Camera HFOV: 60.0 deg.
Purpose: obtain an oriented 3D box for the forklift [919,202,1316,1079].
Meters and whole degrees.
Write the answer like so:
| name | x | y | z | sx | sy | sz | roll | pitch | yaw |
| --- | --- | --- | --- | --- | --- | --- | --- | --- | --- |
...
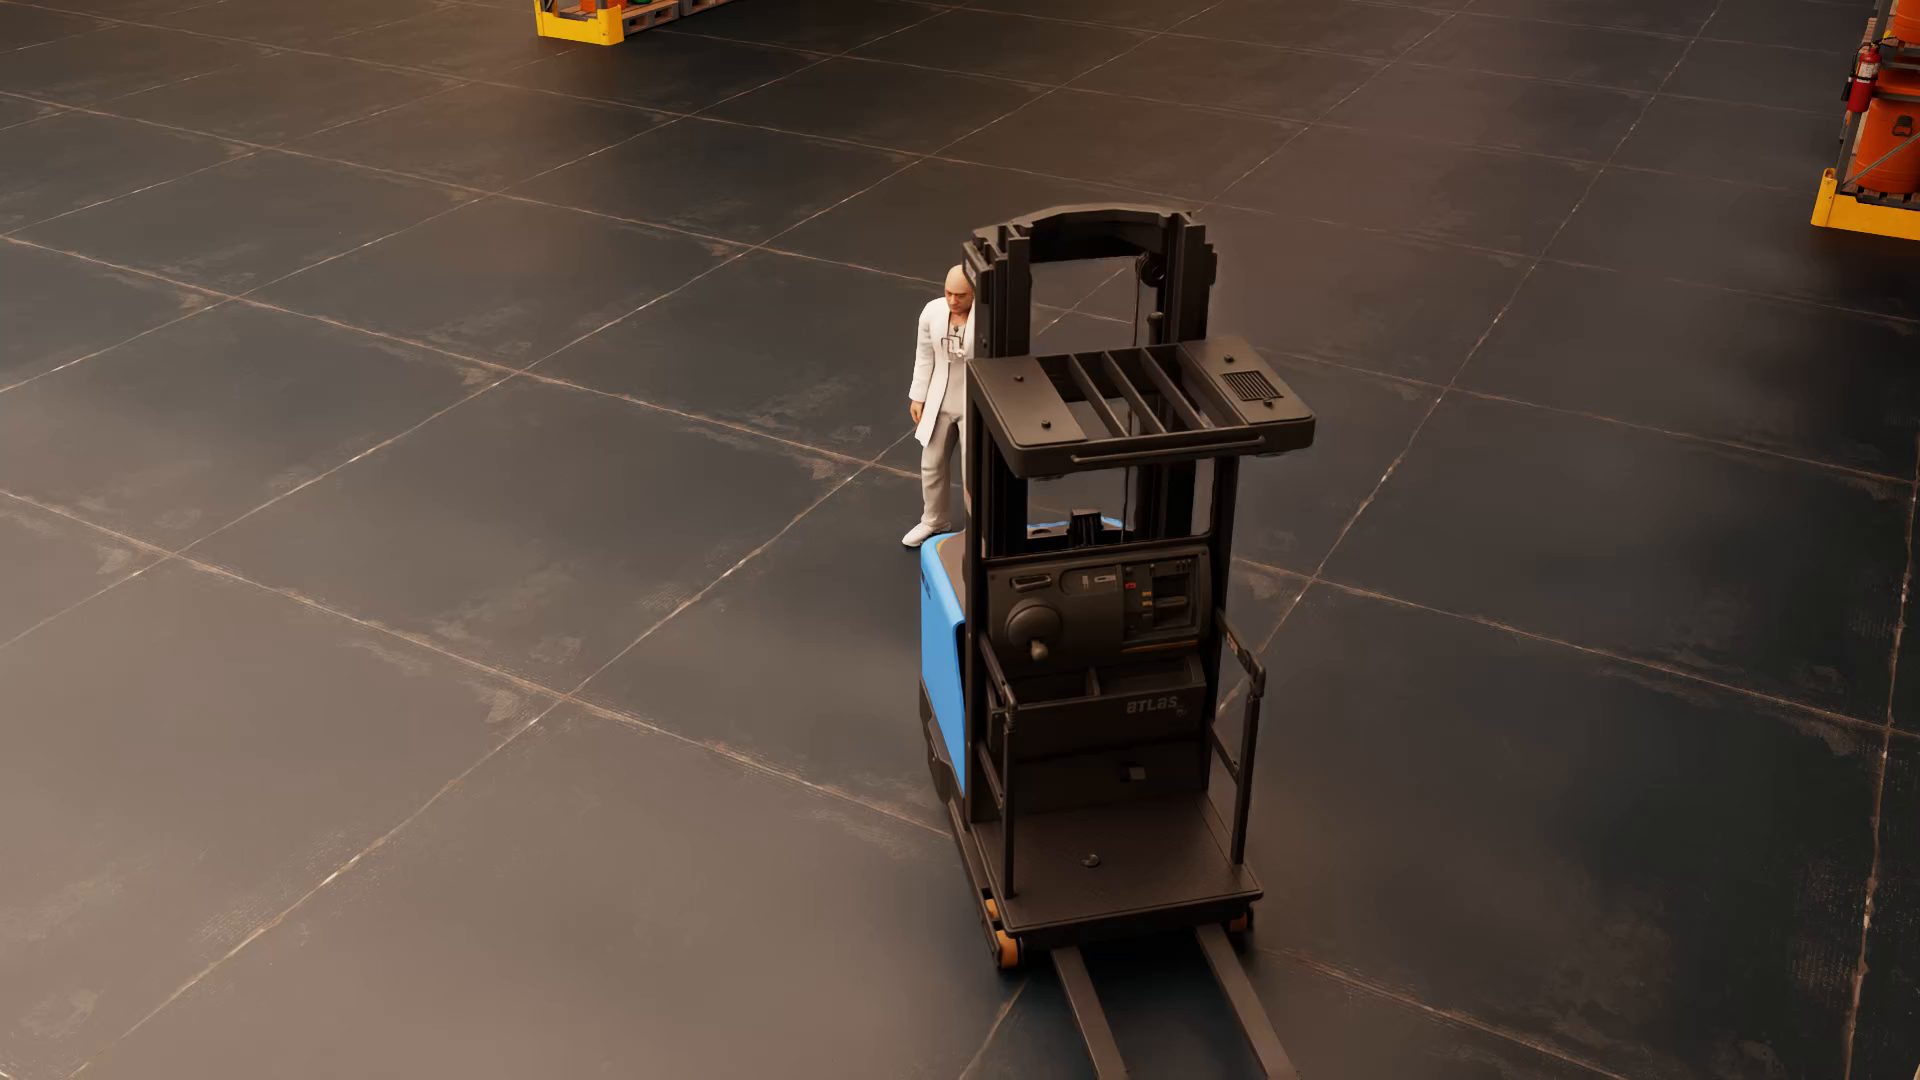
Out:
| name | x | y | z | sx | sy | sz | roll | pitch | yaw |
| --- | --- | --- | --- | --- | --- | --- | --- | --- | --- |
| forklift | 0.616 | 0.306 | 6.540 | 1.130 | 2.935 | 3.031 | -6 | 31 | -11 |

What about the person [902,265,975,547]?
| name | x | y | z | sx | sy | sz | roll | pitch | yaw |
| --- | --- | --- | --- | --- | --- | --- | --- | --- | --- |
| person | 0.003 | -0.748 | 9.526 | 0.645 | 1.772 | 0.434 | 13 | 33 | 22 |
